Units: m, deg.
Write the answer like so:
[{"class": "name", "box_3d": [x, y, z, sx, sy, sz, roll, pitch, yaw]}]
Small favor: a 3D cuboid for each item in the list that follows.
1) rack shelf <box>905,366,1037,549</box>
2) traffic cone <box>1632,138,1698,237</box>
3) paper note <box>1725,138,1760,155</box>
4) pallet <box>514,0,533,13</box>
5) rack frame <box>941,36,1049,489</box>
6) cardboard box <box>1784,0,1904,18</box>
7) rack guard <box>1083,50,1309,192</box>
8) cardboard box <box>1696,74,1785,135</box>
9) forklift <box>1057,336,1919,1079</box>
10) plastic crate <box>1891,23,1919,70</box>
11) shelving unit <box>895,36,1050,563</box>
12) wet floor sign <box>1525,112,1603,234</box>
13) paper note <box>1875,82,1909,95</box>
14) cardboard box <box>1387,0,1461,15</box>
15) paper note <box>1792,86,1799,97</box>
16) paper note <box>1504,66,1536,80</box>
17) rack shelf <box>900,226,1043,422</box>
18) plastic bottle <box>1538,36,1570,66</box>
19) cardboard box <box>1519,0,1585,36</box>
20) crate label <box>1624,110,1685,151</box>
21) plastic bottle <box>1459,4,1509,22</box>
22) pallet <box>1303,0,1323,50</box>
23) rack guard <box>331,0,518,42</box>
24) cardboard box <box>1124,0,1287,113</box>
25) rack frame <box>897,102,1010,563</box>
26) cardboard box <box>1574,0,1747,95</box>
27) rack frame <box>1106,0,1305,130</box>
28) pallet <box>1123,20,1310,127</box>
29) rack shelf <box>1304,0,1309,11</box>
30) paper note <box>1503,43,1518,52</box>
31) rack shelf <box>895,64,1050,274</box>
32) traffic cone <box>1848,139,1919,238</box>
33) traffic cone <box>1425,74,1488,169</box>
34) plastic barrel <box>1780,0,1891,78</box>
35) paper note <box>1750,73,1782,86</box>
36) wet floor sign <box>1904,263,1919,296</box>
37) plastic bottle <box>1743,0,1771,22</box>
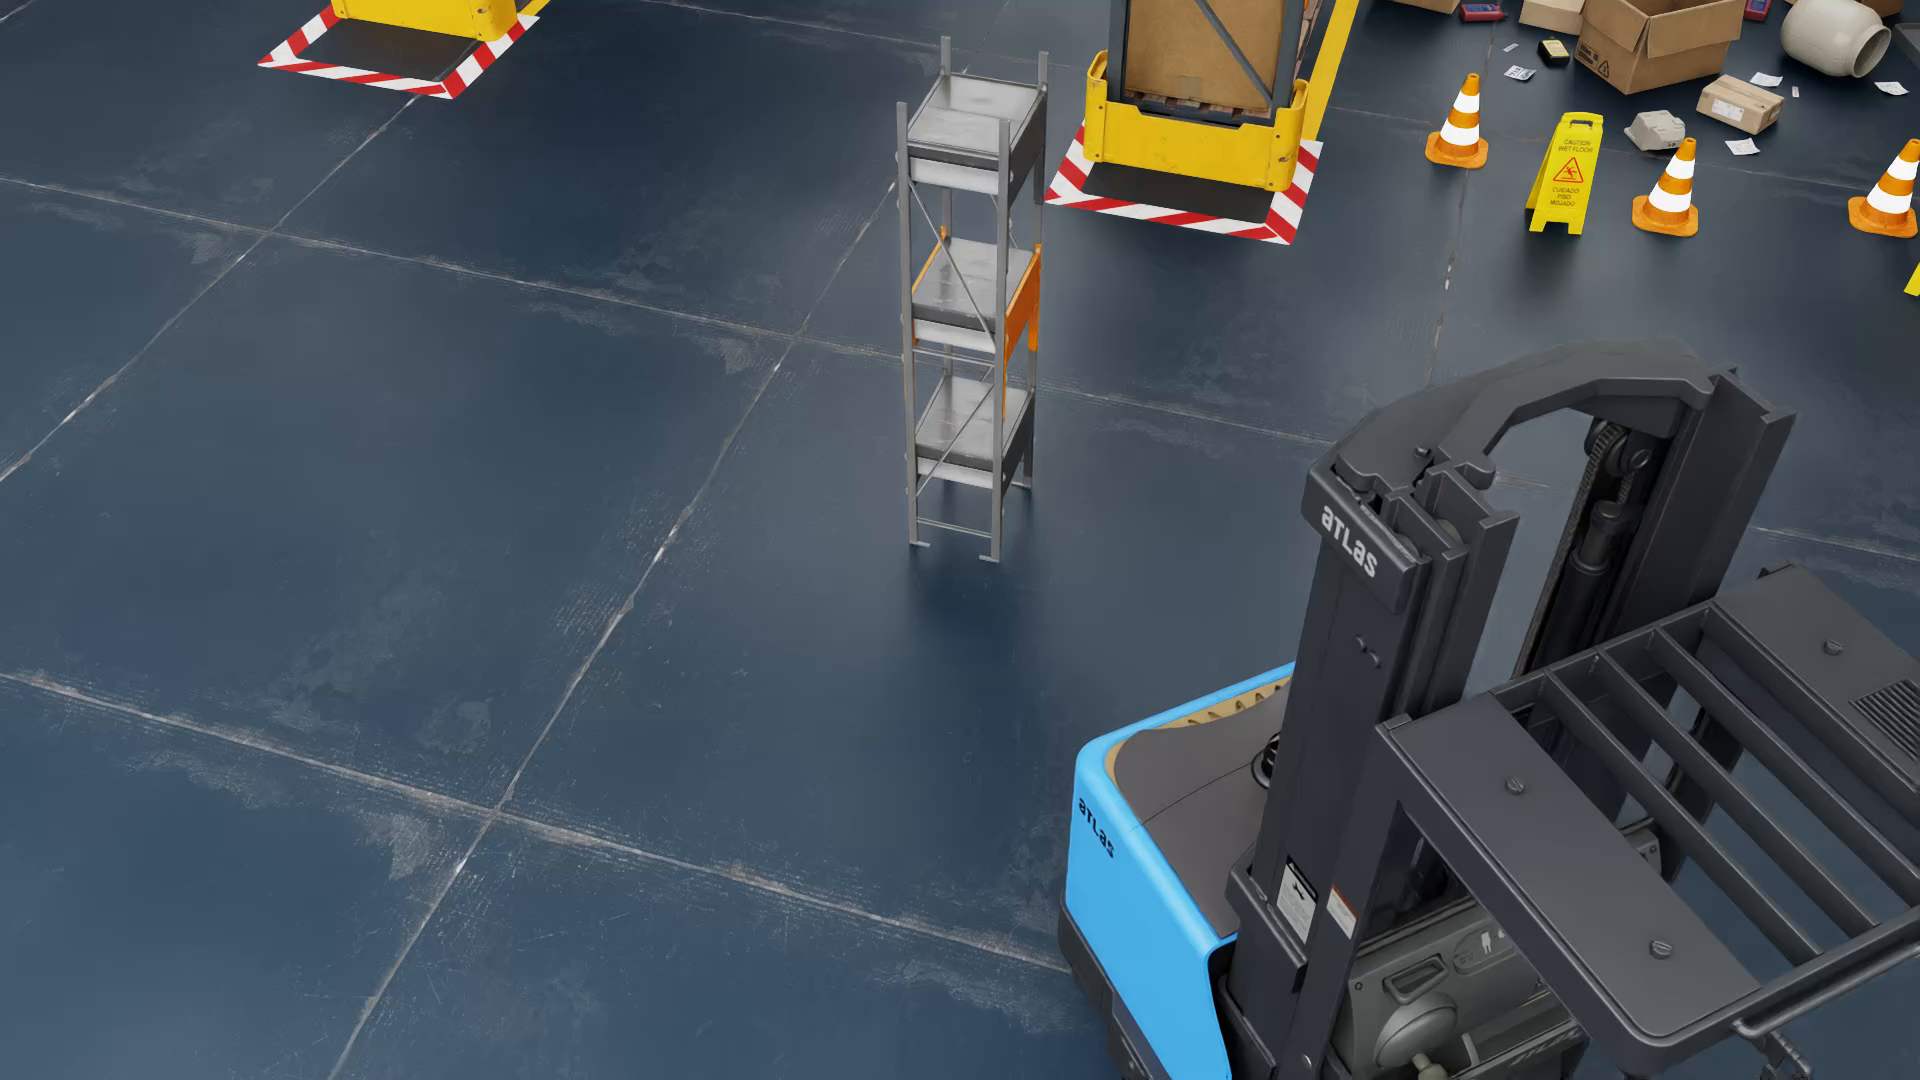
[{"class": "rack shelf", "box_3d": [0.050, -0.351, 7.026, 0.431, 0.518, 0.480, 13, 46, 12]}, {"class": "traffic cone", "box_3d": [3.779, -1.899, 8.759, 0.336, 0.463, 0.334, 13, 46, 13]}, {"class": "paper note", "box_3d": [4.429, -2.228, 9.404, 0.148, 0.019, 0.142, -2, 44, -2]}, {"class": "pallet", "box_3d": [-3.103, -3.924, 11.008, 1.003, 0.211, 1.213, 13, 46, 13]}, {"class": "rack frame", "box_3d": [0.124, -1.023, 6.694, 0.400, 2.100, 0.015, 13, 46, 12]}, {"class": "cardboard box", "box_3d": [5.629, -3.585, 10.453, 0.500, 0.500, 0.500, -24, 49, -22]}, {"class": "rack guard", "box_3d": [1.284, -2.309, 9.151, 1.175, 0.500, 0.348, 13, 46, 13]}, {"class": "cardboard box", "box_3d": [4.511, -2.519, 9.617, 0.250, 0.149, 0.380, -33, 53, -29]}, {"class": "forklift", "box_3d": [1.423, 1.123, 3.906, 1.130, 2.935, 3.031, -19, 47, -18]}, {"class": "plastic crate", "box_3d": [5.994, -2.987, 10.144, 0.402, 0.080, 0.583, -2, 44, -2]}, {"class": "shelving unit", "box_3d": [0.050, -0.861, 6.527, 0.431, 2.100, 0.503, 13, 46, 12]}, {"class": "wet floor sign", "box_3d": [3.169, -1.938, 8.668, 0.267, 0.644, 0.232, 5, 45, 5]}, {"class": "paper note", "box_3d": [5.537, -2.690, 9.876, 0.142, 0.019, 0.148, -2, 44, -2]}, {"class": "cardboard box", "box_3d": [3.010, -3.740, 10.612, 0.500, 0.500, 0.500, 20, 48, 19]}, {"class": "paper note", "box_3d": [4.953, -2.658, 9.858, 0.032, 0.001, 0.123, 13, 46, 13]}, {"class": "paper note", "box_3d": [3.372, -2.814, 10.004, 0.144, 0.017, 0.142, 28, 51, 26]}, {"class": "rack shelf", "box_3d": [0.050, -0.851, 6.537, 0.431, 0.518, 0.480, 13, 46, 12]}, {"class": "plastic bottle", "box_3d": [3.621, -2.996, 10.167, 0.133, 0.061, 0.283, -2, 44, -2]}, {"class": "cardboard box", "box_3d": [3.737, -3.371, 10.405, 0.396, 0.266, 0.258, 20, 48, 19]}, {"class": "crate label", "box_3d": [3.958, -2.320, 9.421, 0.250, 0.136, 0.298, -9, 45, -9]}, {"class": "plastic bottle", "box_3d": [3.314, -3.333, 10.511, 0.283, 0.061, 0.133, -2, 44, -2]}, {"class": "pallet", "box_3d": [1.830, -3.582, 10.658, 1.003, 0.211, 1.213, 13, 46, 13]}, {"class": "rack guard", "box_3d": [-3.382, -3.493, 10.362, 1.175, 0.500, 0.348, 13, 46, 13]}, {"class": "cardboard box", "box_3d": [1.434, -3.075, 9.366, 0.875, 0.875, 0.875, 13, 46, 13]}, {"class": "rack frame", "box_3d": [-0.024, -0.698, 6.361, 0.400, 2.100, 0.015, 13, 46, 12]}, {"class": "cardboard box", "box_3d": [4.158, -3.052, 9.908, 0.797, 0.503, 0.637, -16, 47, -16]}, {"class": "rack frame", "box_3d": [1.291, -3.218, 8.293, 1.000, 3.000, 0.127, 13, 46, 13]}, {"class": "pallet", "box_3d": [1.459, -2.771, 9.830, 1.003, 0.211, 1.213, 13, 46, 13]}, {"class": "rack shelf", "box_3d": [1.897, -4.294, 9.907, 1.077, 0.370, 4.000, 13, 46, 13]}, {"class": "paper note", "box_3d": [3.393, -3.034, 10.242, 0.123, 0.001, 0.032, -33, 53, -29]}, {"class": "rack shelf", "box_3d": [0.050, -1.351, 6.047, 0.431, 0.518, 0.480, 13, 46, 12]}, {"class": "traffic cone", "box_3d": [4.940, -1.890, 8.750, 0.336, 0.463, 0.334, 13, 46, 13]}, {"class": "traffic cone", "box_3d": [2.805, -2.365, 9.235, 0.336, 0.463, 0.334, 13, 46, 13]}, {"class": "plastic barrel", "box_3d": [5.222, -3.014, 9.926, 0.421, 0.421, 0.512, -24, 49, -22]}, {"class": "paper note", "box_3d": [4.829, -2.758, 9.954, 0.148, 0.019, 0.142, 28, 51, 26]}, {"class": "wet floor sign", "box_3d": [4.962, -1.496, 8.216, 0.267, 0.644, 0.232, 28, 51, 26]}, {"class": "plastic bottle", "box_3d": [5.073, -3.390, 10.570, 0.133, 0.061, 0.283, 20, 48, 19]}]
